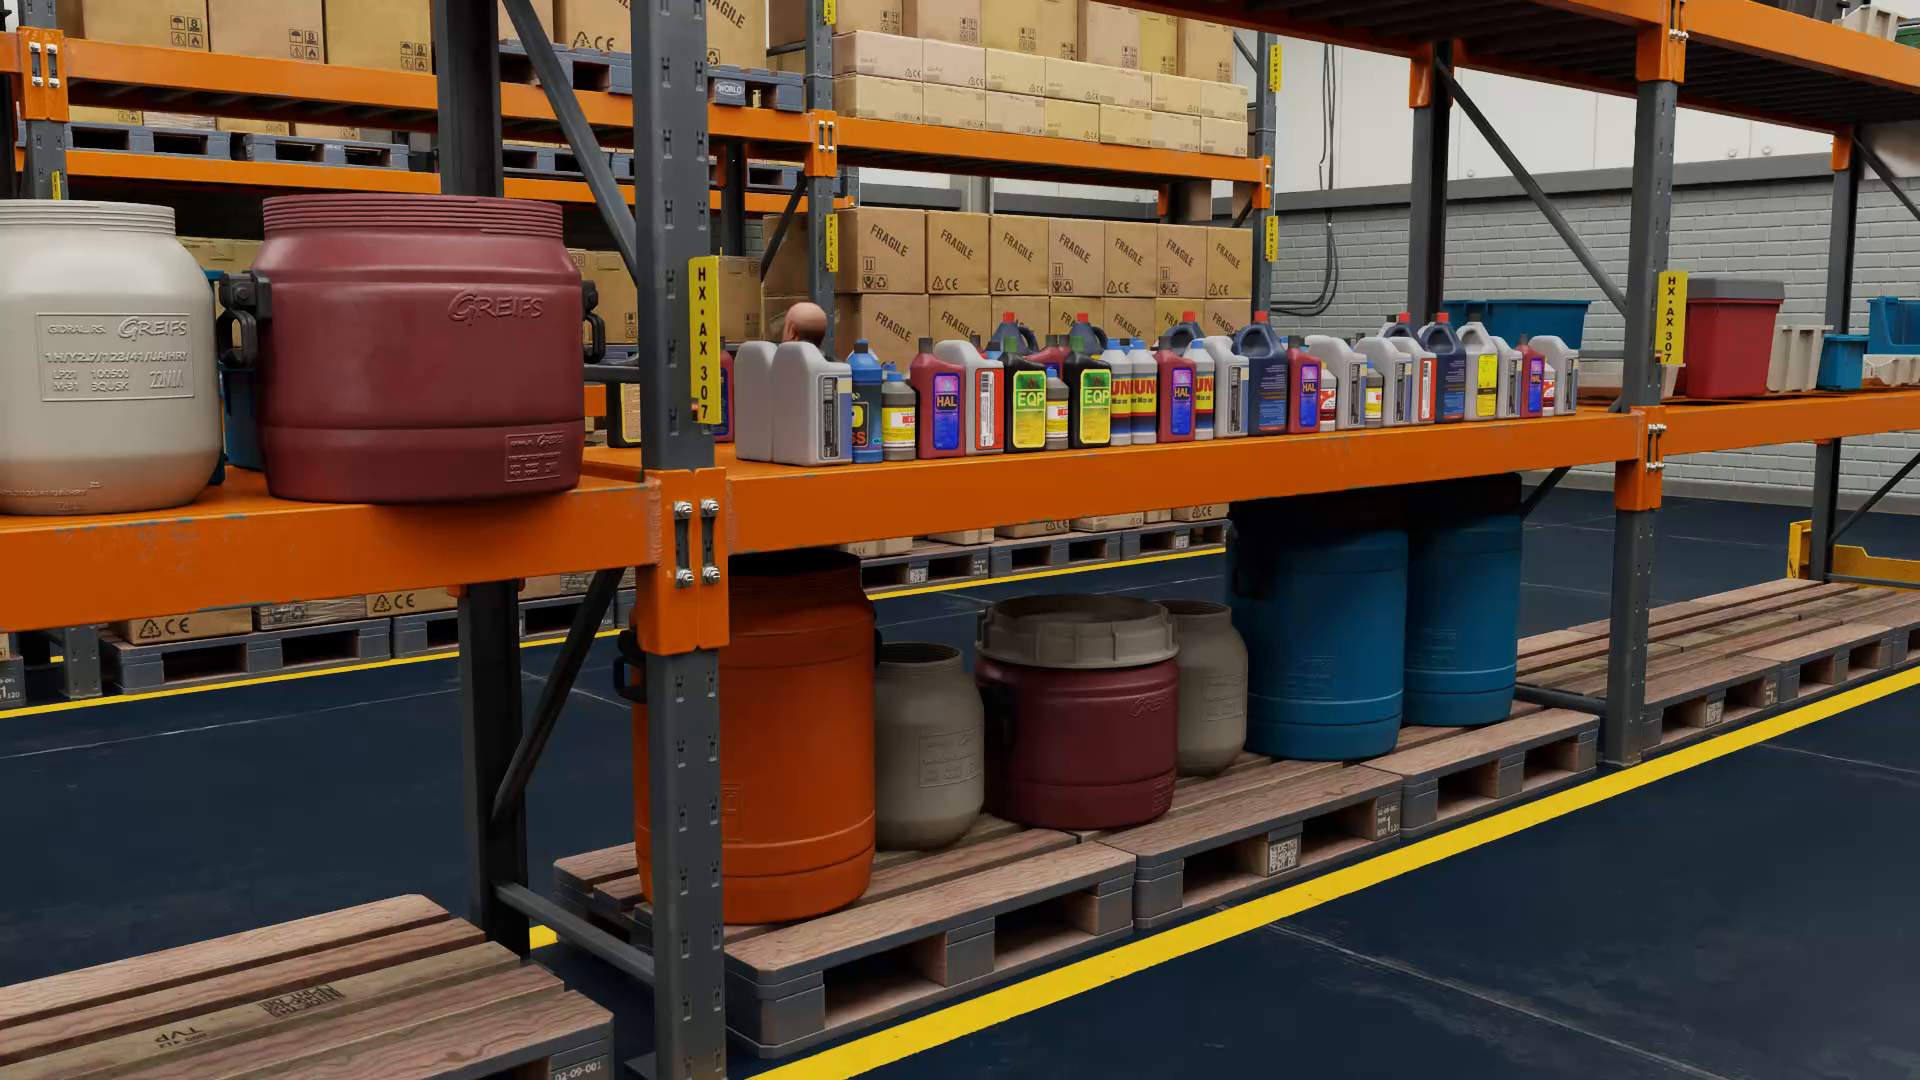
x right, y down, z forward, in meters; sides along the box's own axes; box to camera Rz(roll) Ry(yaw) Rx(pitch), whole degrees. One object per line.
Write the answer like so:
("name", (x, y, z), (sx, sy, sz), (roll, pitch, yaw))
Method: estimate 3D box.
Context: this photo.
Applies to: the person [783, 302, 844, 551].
("person", (-0.758, -0.203, 7.477), (0.494, 1.715, 0.545), (-6, 10, -40))
